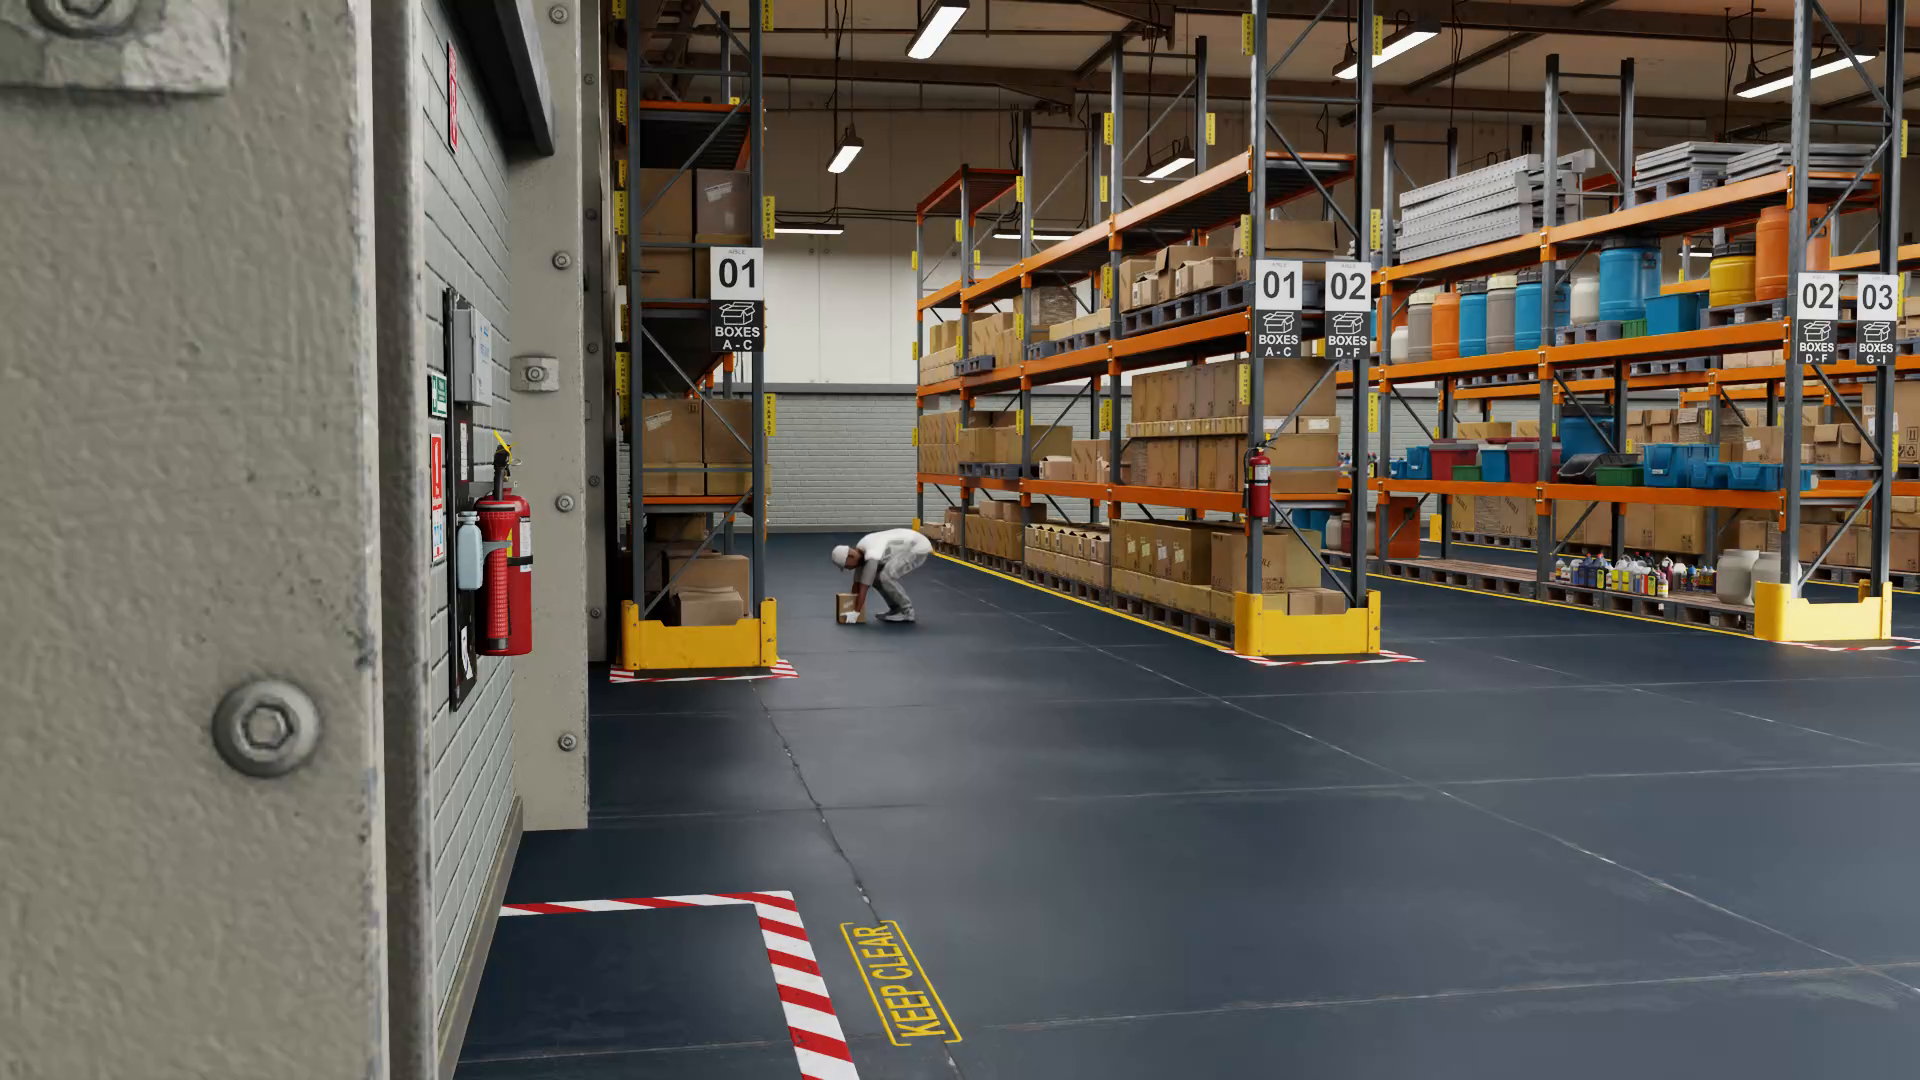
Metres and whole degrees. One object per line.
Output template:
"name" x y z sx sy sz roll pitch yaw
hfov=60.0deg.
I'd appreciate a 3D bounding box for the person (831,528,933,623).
"person" -0.766 0.346 16.260 0.987 0.917 0.522 -1 3 -14
